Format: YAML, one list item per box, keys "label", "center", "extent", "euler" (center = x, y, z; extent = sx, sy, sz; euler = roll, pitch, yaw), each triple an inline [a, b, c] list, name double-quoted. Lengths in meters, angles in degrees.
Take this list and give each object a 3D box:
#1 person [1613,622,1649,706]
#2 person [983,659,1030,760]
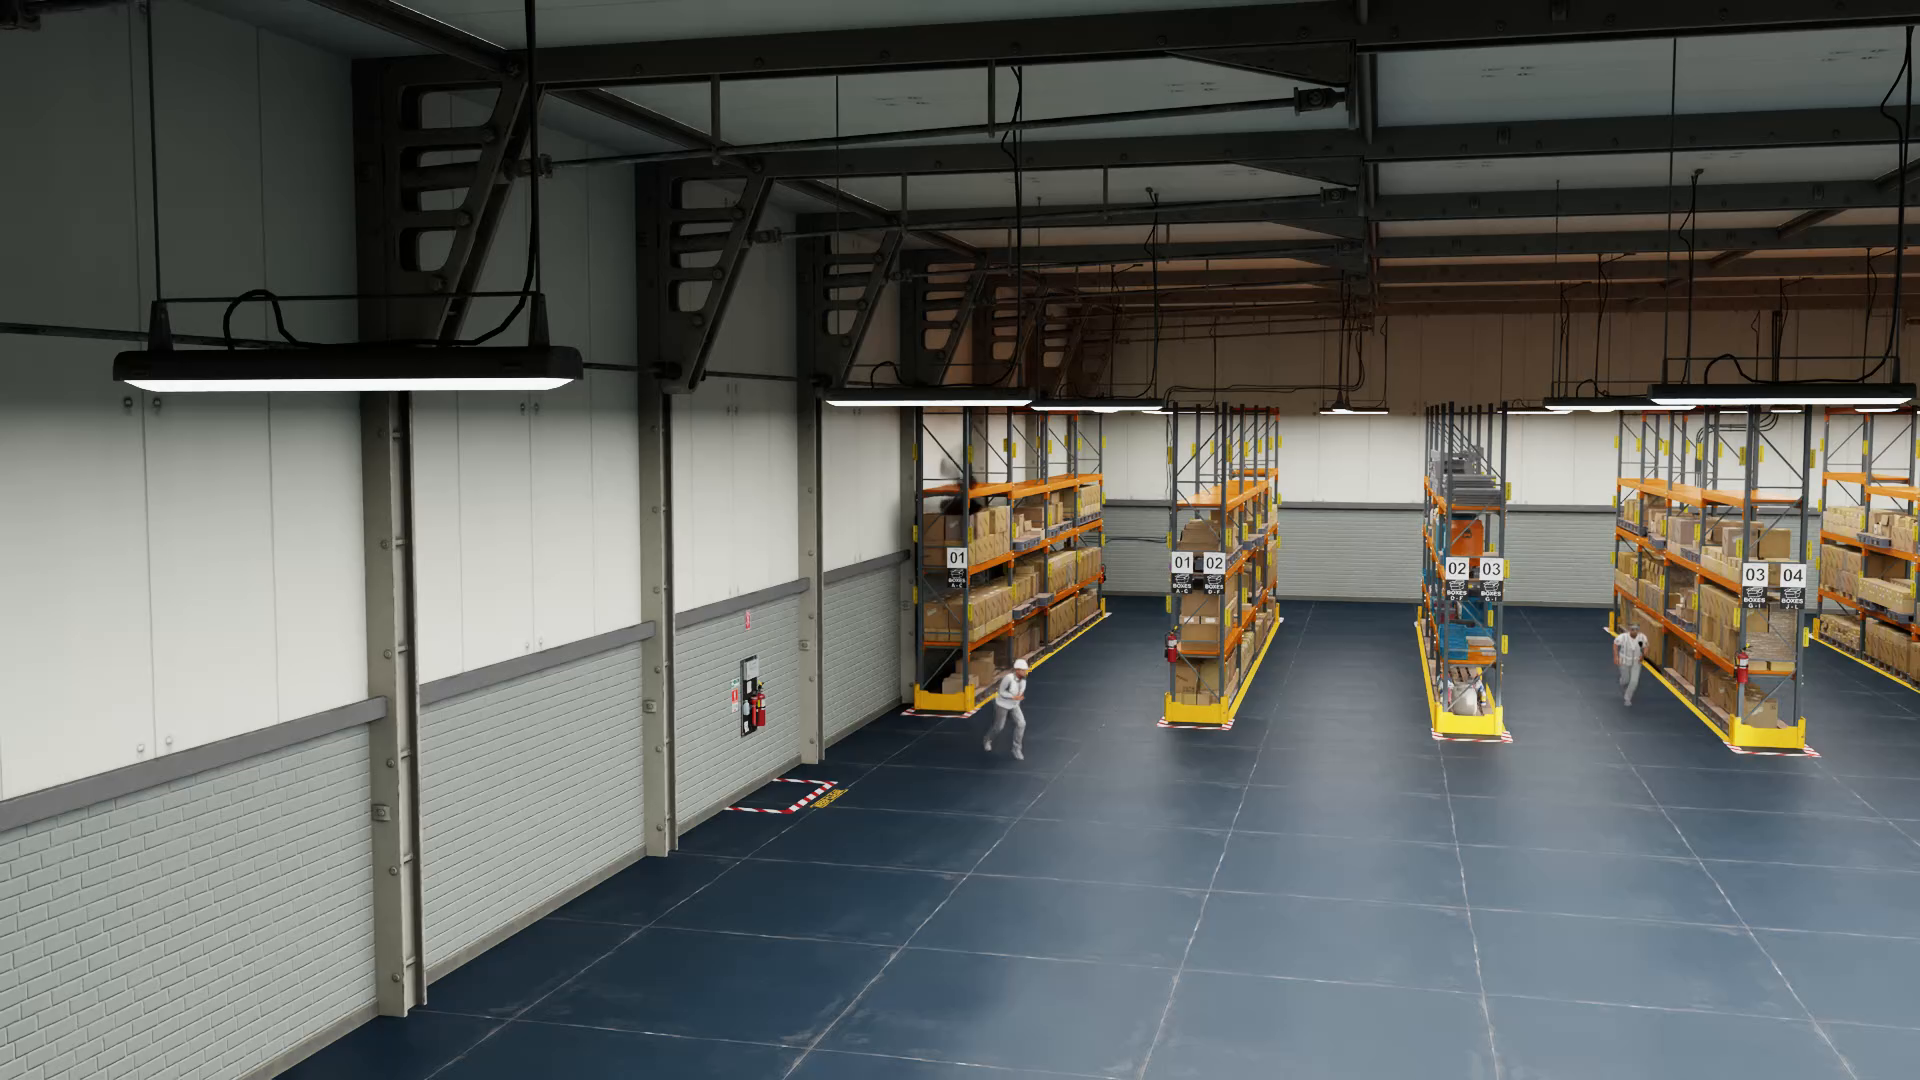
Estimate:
- label: "person"
  center: [13.363, 2.451, 33.164]
  extent: [0.659, 1.709, 0.785]
  euler: [1, 4, 7]
- label: "person"
  center: [0.787, 2.838, 28.078]
  extent: [0.701, 1.729, 1.028]
  euler: [-4, 6, -45]
